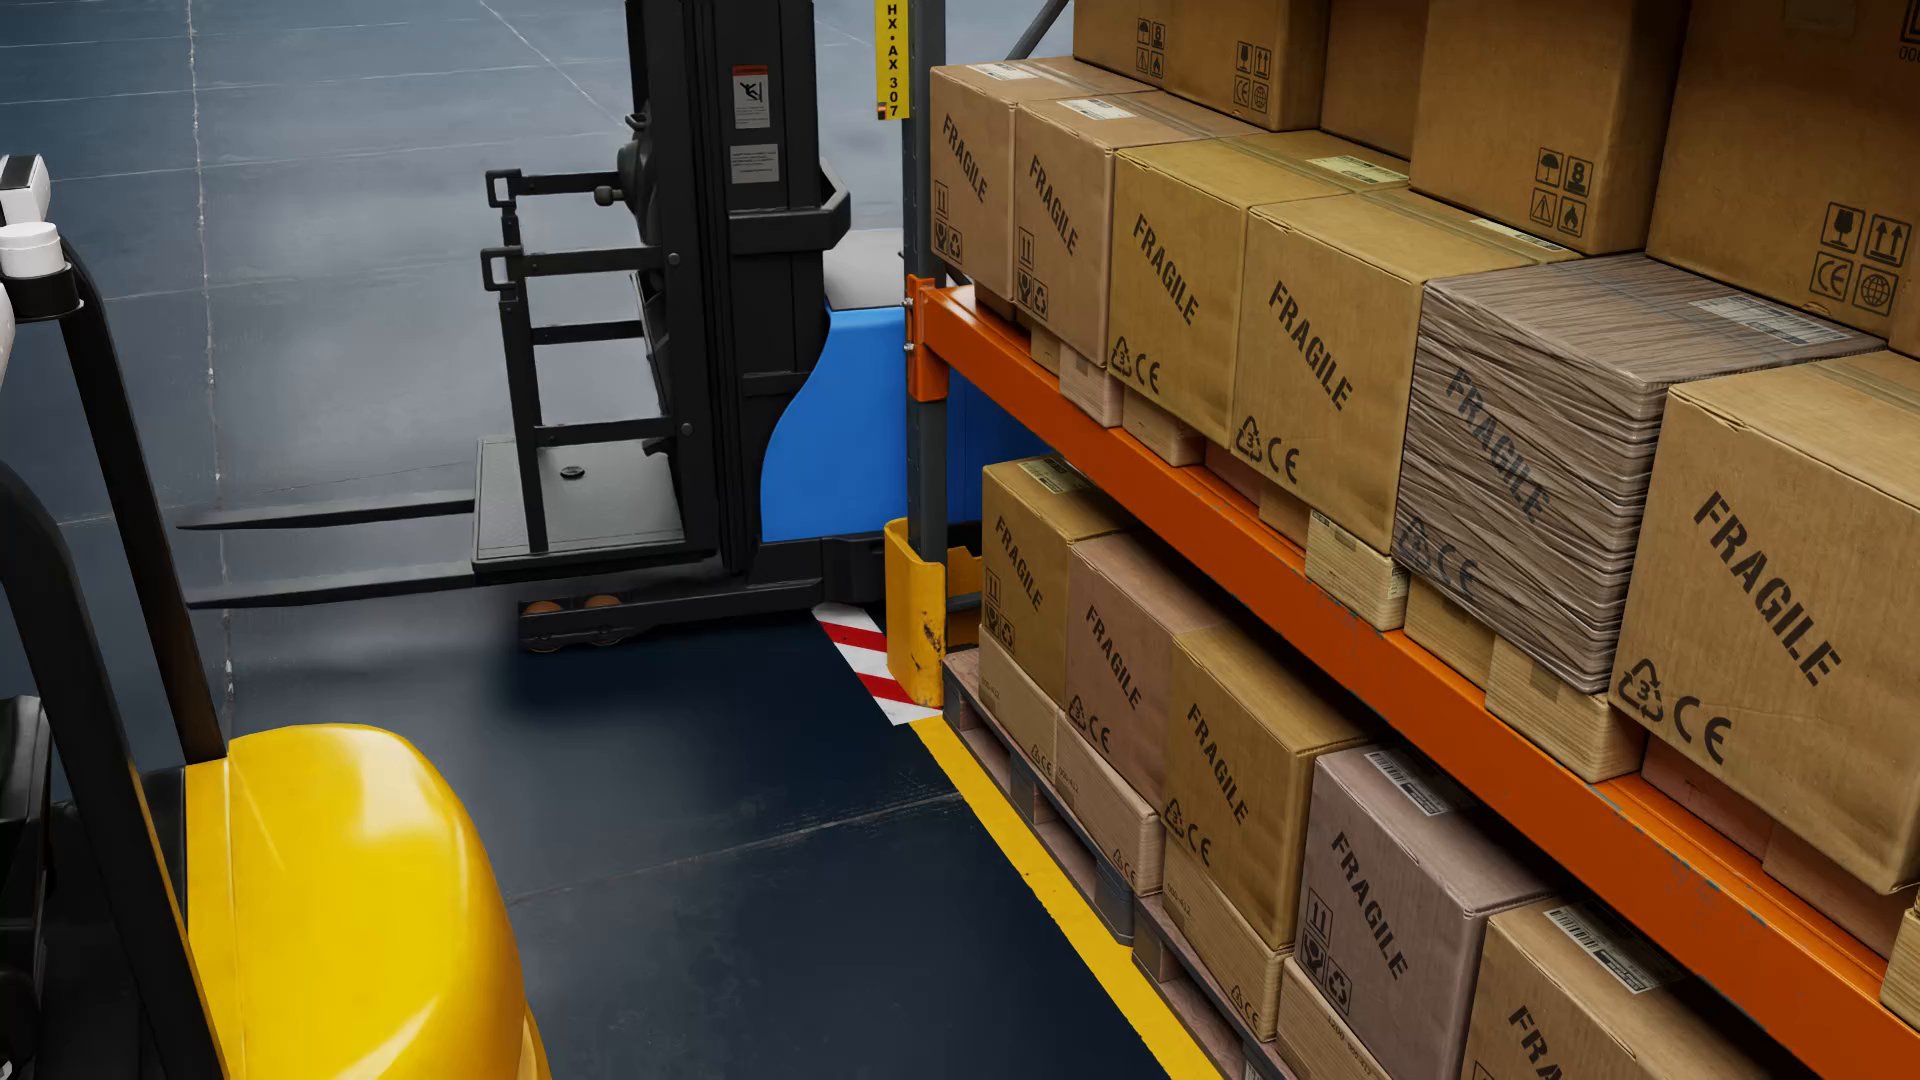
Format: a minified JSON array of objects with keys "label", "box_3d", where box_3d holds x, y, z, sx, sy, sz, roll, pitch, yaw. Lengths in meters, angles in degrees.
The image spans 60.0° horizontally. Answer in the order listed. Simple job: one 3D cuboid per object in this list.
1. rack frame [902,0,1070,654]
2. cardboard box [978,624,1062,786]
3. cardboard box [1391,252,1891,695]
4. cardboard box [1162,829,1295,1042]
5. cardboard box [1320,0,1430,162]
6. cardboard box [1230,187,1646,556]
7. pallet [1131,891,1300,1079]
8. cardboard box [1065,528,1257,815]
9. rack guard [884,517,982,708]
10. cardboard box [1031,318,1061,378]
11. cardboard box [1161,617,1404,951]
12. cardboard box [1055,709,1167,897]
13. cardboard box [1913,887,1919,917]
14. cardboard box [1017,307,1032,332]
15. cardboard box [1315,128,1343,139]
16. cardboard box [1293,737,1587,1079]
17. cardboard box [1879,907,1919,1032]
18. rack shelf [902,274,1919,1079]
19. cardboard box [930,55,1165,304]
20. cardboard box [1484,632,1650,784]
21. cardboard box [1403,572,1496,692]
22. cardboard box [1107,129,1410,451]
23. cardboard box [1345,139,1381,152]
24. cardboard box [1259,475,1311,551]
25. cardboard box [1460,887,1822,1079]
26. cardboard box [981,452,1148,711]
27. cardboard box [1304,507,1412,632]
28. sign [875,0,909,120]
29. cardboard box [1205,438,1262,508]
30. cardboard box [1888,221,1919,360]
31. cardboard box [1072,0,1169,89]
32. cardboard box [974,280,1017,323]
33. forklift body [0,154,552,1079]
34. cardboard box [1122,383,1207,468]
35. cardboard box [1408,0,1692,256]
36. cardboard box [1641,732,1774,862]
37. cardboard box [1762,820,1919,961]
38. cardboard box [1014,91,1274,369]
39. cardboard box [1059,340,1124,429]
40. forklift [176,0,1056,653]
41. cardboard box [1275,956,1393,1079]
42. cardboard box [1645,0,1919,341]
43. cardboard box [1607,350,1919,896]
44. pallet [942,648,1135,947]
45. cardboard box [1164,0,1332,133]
[{"label":"rack frame","box_3d":[0.318,-1.016,4.913,1.000,3.000,0.127,-11,28,-21]},{"label":"cardboard box","box_3d":[0.380,0.404,4.660,0.500,0.250,0.500,-11,28,-21]},{"label":"cardboard box","box_3d":[1.067,-0.132,2.649,0.500,0.500,0.500,-10,28,-19]},{"label":"cardboard box","box_3d":[0.798,0.829,3.788,0.500,0.250,0.500,-9,27,-17]},{"label":"cardboard box","box_3d":[1.205,-1.082,3.454,0.700,0.500,0.500,-11,28,-21]},{"label":"cardboard box","box_3d":[0.862,-0.338,3.071,0.500,0.500,0.500,-11,28,-22]},{"label":"pallet","box_3d":[1.107,1.093,3.770,1.003,0.211,1.213,-11,28,-21]},{"label":"cardboard box","box_3d":[0.598,0.287,4.045,0.500,0.500,0.500,-12,28,-23]},{"label":"rack guard","box_3d":[0.348,0.138,5.398,1.175,0.500,0.348,-11,28,-21]},{"label":"cardboard box","box_3d":[0.402,-0.510,4.162,0.380,0.149,0.250,-12,28,-22]},{"label":"cardboard box","box_3d":[0.787,0.490,3.627,0.500,0.500,0.500,-10,28,-20]},{"label":"cardboard box","box_3d":[0.573,0.611,4.235,0.500,0.250,0.500,-10,28,-19]},{"label":"cardboard box","box_3d":[1.482,0.283,1.798,0.500,0.500,0.500,-11,28,-22]},{"label":"cardboard box","box_3d":[0.373,-0.631,4.410,0.380,0.149,0.250,-10,28,-20]},{"label":"cardboard box","box_3d":[0.976,-0.820,4.058,0.500,0.500,0.500,-11,28,-20]},{"label":"cardboard box","box_3d":[1.004,0.705,3.188,0.500,0.500,0.500,-9,27,-18]},{"label":"cardboard box","box_3d":[1.374,0.534,2.023,0.380,0.149,0.250,-10,28,-19]},{"label":"rack shelf","box_3d":[1.101,0.114,3.417,1.077,0.370,4.000,-11,28,-21]},{"label":"cardboard box","box_3d":[0.248,-0.956,4.336,0.500,0.500,0.500,-11,28,-21]},{"label":"cardboard box","box_3d":[1.077,0.224,2.658,0.380,0.149,0.250,-11,28,-21]},{"label":"cardboard box","box_3d":[1.005,0.116,2.880,0.380,0.149,0.250,-11,28,-22]},{"label":"cardboard box","box_3d":[0.655,-0.542,3.488,0.500,0.500,0.500,-11,28,-22]},{"label":"cardboard box","box_3d":[1.169,-0.618,3.643,0.500,0.500,0.500,-11,28,-21]},{"label":"cardboard box","box_3d":[0.826,-0.093,3.309,0.380,0.149,0.250,-11,28,-22]},{"label":"cardboard box","box_3d":[1.205,0.911,2.767,0.500,0.500,0.500,-10,28,-20]},{"label":"cardboard box","box_3d":[0.389,0.076,4.476,0.500,0.500,0.500,-12,28,-22]},{"label":"cardboard box","box_3d":[0.871,0.018,3.080,0.380,0.149,0.250,-10,28,-20]},{"label":"sign","box_3d":[-0.181,-1.312,4.532,0.100,0.325,0.005,-11,28,-21]},{"label":"cardboard box","box_3d":[0.750,-0.205,3.537,0.380,0.149,0.250,-10,28,-19]},{"label":"cardboard box","box_3d":[1.732,-0.454,2.169,0.700,0.500,0.500,-10,28,-20]},{"label":"cardboard box","box_3d":[0.719,-1.476,4.261,0.700,0.500,0.500,-11,28,-22]},{"label":"cardboard box","box_3d":[0.261,-0.731,4.614,0.380,0.149,0.250,-10,28,-20]},{"label":"forklift body","box_3d":[-1.826,0.672,2.423,2.313,2.155,1.214,-11,28,-21]},{"label":"cardboard box","box_3d":[0.591,-0.301,3.734,0.380,0.149,0.250,-10,28,-19]},{"label":"cardboard box","box_3d":[1.272,-0.856,2.993,0.700,0.500,0.500,-11,28,-21]},{"label":"cardboard box","box_3d":[1.259,0.313,2.477,0.380,0.149,0.250,-11,28,-21]},{"label":"cardboard box","box_3d":[1.344,0.416,2.266,0.380,0.149,0.250,-10,28,-20]},{"label":"cardboard box","box_3d":[0.454,-0.747,3.909,0.500,0.500,0.500,-10,28,-19]},{"label":"cardboard box","box_3d":[0.459,-0.400,3.937,0.380,0.149,0.250,-10,28,-20]},{"label":"forklift","box_3d":[-1.215,-1.200,5.366,3.031,2.935,1.130,-6,27,-12]},{"label":"cardboard box","box_3d":[0.993,1.034,3.370,0.500,0.250,0.500,-10,28,-20]},{"label":"cardboard box","box_3d":[1.560,-0.662,2.594,0.700,0.500,0.500,-11,28,-22]},{"label":"cardboard box","box_3d":[1.274,0.077,2.221,0.500,0.500,0.500,-10,28,-19]},{"label":"pallet","box_3d":[0.634,0.601,4.778,1.003,0.211,1.213,-11,28,-21]},{"label":"cardboard box","box_3d":[0.910,-1.270,3.840,0.700,0.500,0.500,-10,28,-20]}]
